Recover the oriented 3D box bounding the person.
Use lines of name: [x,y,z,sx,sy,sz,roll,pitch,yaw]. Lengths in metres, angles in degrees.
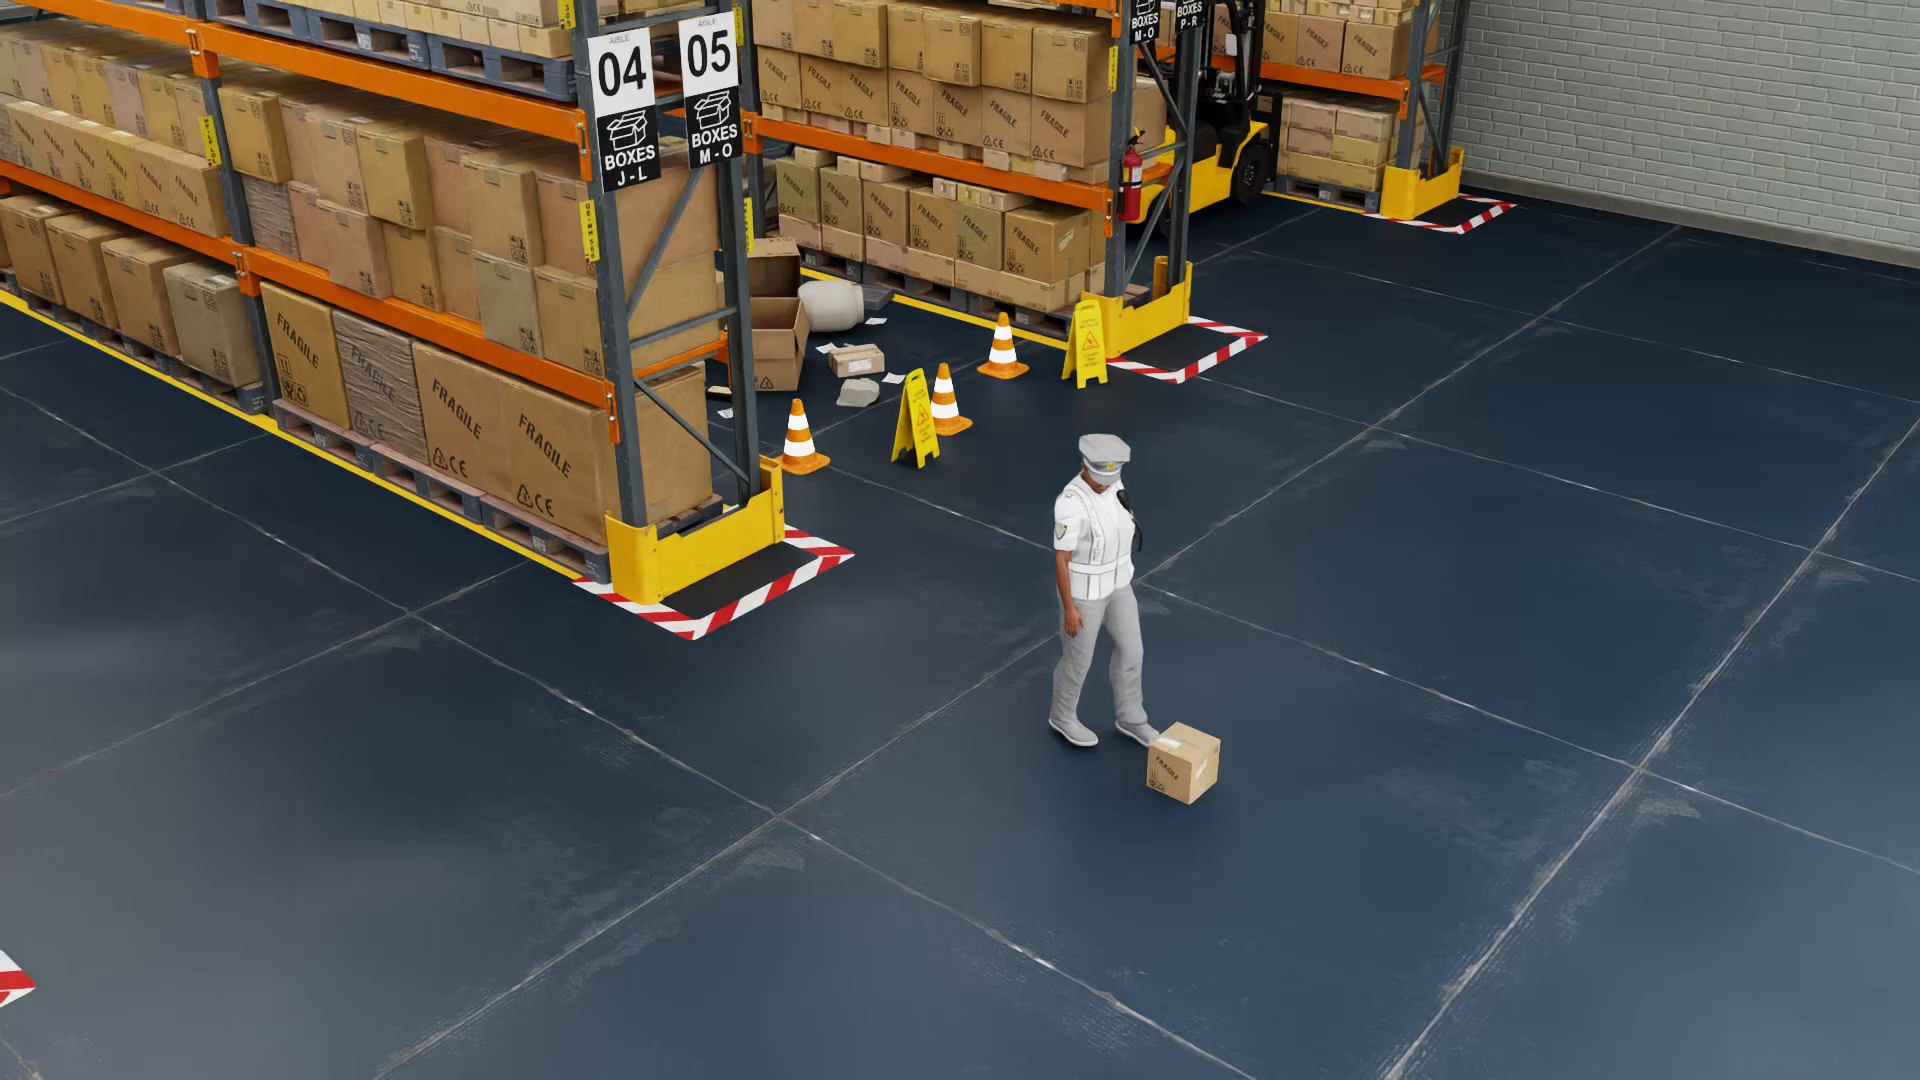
person: [0.714,0.295,8.054,0.544,1.690,0.501,25,36,39]
